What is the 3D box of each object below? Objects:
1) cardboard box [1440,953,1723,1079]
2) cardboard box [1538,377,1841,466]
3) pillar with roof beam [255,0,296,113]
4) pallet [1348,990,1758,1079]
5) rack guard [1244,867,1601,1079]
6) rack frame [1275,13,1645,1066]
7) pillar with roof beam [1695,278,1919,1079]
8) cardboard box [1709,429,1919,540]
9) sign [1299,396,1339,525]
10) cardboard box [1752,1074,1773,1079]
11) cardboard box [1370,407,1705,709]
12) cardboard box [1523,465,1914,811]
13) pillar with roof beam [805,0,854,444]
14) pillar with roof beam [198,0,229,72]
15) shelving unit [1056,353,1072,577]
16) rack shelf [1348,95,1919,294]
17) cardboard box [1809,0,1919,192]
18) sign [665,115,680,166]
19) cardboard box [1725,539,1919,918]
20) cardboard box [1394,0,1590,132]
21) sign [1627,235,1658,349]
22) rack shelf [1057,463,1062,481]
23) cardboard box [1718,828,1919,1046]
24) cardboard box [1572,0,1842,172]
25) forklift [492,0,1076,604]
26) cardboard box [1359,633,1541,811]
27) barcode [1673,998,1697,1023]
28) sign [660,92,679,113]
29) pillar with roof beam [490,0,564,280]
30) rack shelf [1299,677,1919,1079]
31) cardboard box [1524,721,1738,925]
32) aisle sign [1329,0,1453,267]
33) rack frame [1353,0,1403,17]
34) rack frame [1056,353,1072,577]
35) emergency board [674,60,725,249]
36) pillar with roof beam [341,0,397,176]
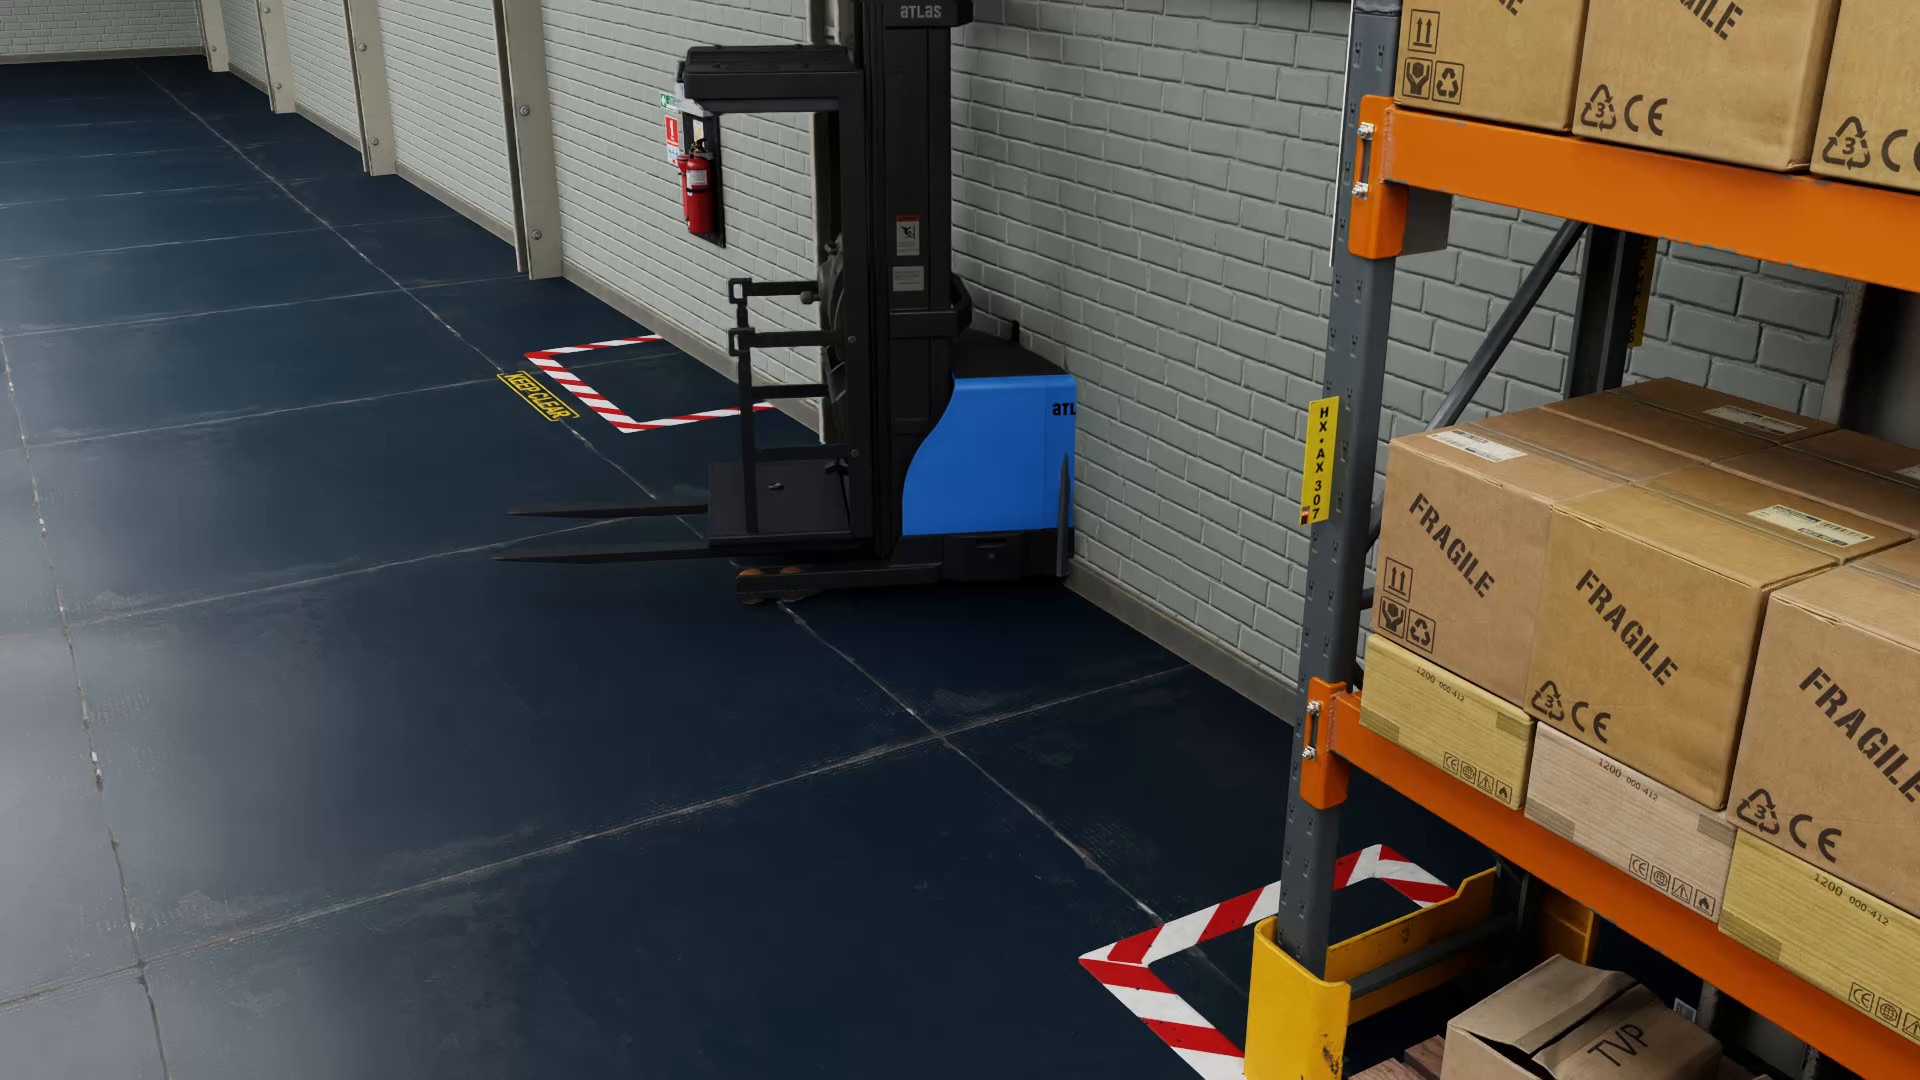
[{"bbox_3d":[1.644,1.383,4.413,0.500,0.311,0.500,-16,27,-34],"label":"cardboard box"},{"bbox_3d":[1.792,-0.076,4.192,0.500,0.500,0.500,-13,25,-29],"label":"cardboard box"},{"bbox_3d":[-13.491,-9.560,20.382,9.100,9.000,0.400,-13,25,-28],"label":"pillar with roof beam"},{"bbox_3d":[1.791,1.686,4.384,1.003,0.211,1.213,-13,25,-28],"label":"pallet"},{"bbox_3d":[1.407,1.282,4.993,1.175,0.500,0.348,-13,25,-28],"label":"rack guard"},{"bbox_3d":[1.368,0.100,4.583,1.000,3.000,0.127,-13,25,-28],"label":"rack frame"},{"bbox_3d":[-1.232,-1.791,1.268,9.100,9.000,0.400,-13,25,-28],"label":"pillar with roof beam"},{"bbox_3d":[2.040,0.089,3.786,0.500,0.500,0.500,-12,25,-28],"label":"cardboard box"},{"bbox_3d":[0.902,-0.197,4.163,0.100,0.325,0.005,-13,25,-28],"label":"sign"},{"bbox_3d":[1.935,1.567,3.959,0.500,0.311,0.500,-10,24,-24],"label":"cardboard box"},{"bbox_3d":[1.354,0.025,3.944,0.500,0.500,0.500,-13,25,-28],"label":"cardboard box"},{"bbox_3d":[1.597,0.187,3.546,0.500,0.500,0.500,-13,25,-28],"label":"cardboard box"},{"bbox_3d":[-4.297,-3.734,6.047,9.100,9.000,0.400,-13,25,-28],"label":"pillar with roof beam"},{"bbox_3d":[-16.556,-11.503,25.161,9.100,9.000,0.400,-13,25,-28],"label":"pillar with roof beam"},{"bbox_3d":[0.265,-0.671,8.460,1.048,1.500,0.538,12,16,38],"label":"shelving unit"},{"bbox_3d":[2.390,-0.309,2.561,1.077,0.370,4.000,-13,25,-28],"label":"rack shelf"},{"bbox_3d":[1.836,-0.841,2.755,0.500,0.500,0.500,-11,25,-26],"label":"cardboard box"},{"bbox_3d":[-2.019,-2.805,11.682,0.001,0.329,0.234,-13,25,-28],"label":"sign"},{"bbox_3d":[1.856,0.355,3.131,0.500,0.500,0.500,-14,26,-30],"label":"cardboard box"},{"bbox_3d":[1.324,-1.189,3.611,0.500,0.500,0.500,-12,25,-27],"label":"cardboard box"},{"bbox_3d":[1.855,-0.684,4.552,0.100,0.325,0.005,-13,25,-28],"label":"sign"},{"bbox_3d":[0.260,-0.495,8.499,1.000,0.185,0.538,12,16,38],"label":"rack shelf"},{"bbox_3d":[1.877,0.710,3.253,0.500,0.250,0.500,-13,26,-29],"label":"cardboard box"},{"bbox_3d":[1.568,-1.009,3.166,0.500,0.500,0.500,-11,24,-25],"label":"cardboard box"},{"bbox_3d":[-0.794,-1.260,8.018,3.031,2.935,1.130,-3,22,-7],"label":"forklift"},{"bbox_3d":[1.344,0.379,4.069,0.500,0.250,0.500,-13,26,-30],"label":"cardboard box"},{"bbox_3d":[1.997,1.307,4.586,0.001,0.075,0.075,-13,25,-28],"label":"barcode"},{"bbox_3d":[-2.024,-3.048,11.574,0.001,0.109,0.331,-13,25,-28],"label":"sign"},{"bbox_3d":[-7.361,-5.676,10.825,9.100,9.000,0.400,-13,25,-28],"label":"pillar with roof beam"},{"bbox_3d":[2.390,1.080,3.126,1.077,0.370,4.000,-13,25,-28],"label":"rack shelf"},{"bbox_3d":[1.622,0.544,3.662,0.500,0.250,0.500,-13,26,-30],"label":"cardboard box"},{"bbox_3d":[1.073,-1.070,4.009,0.394,0.787,0.004,-13,25,-28],"label":"aisle sign"},{"bbox_3d":[1.368,-2.680,3.453,1.000,3.000,0.127,-13,25,-28],"label":"rack frame"},{"bbox_3d":[0.659,-0.590,8.149,0.032,1.500,0.500,12,16,38],"label":"rack frame"},{"bbox_3d":[-1.825,-2.590,11.200,0.194,1.169,0.643,-13,25,-28],"label":"emergency board"},{"bbox_3d":[-10.426,-7.618,15.604,9.100,9.000,0.400,-13,25,-28],"label":"pillar with roof beam"}]
